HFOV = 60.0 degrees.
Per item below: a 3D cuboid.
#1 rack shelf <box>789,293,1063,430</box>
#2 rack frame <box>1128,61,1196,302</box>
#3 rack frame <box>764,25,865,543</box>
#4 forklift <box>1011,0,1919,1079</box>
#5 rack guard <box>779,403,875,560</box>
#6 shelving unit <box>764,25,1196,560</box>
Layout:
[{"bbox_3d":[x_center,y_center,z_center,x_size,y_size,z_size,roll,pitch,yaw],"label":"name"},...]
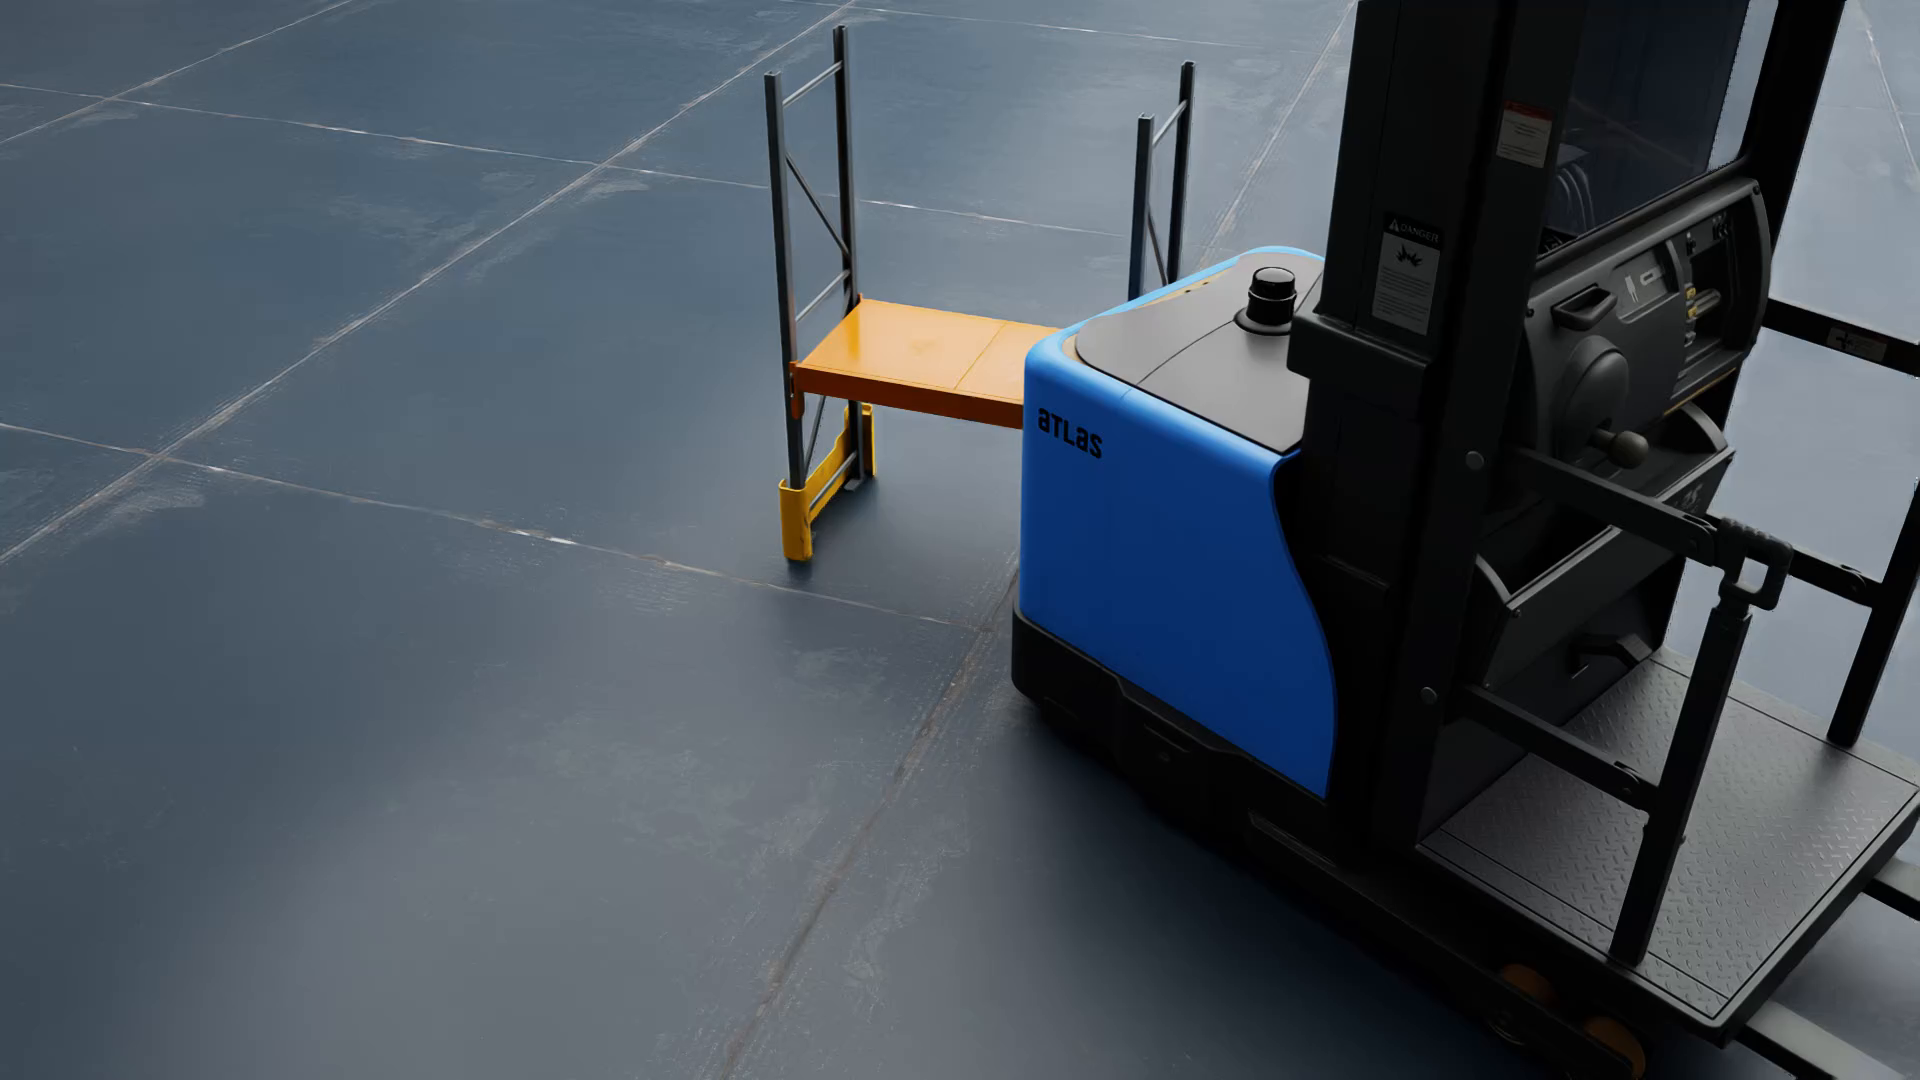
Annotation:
[{"bbox_3d":[0.060,-0.477,4.937,1.000,0.185,0.538,11,34,17],"label":"rack shelf"},{"bbox_3d":[0.538,-0.534,4.695,0.032,1.500,0.500,11,34,17],"label":"rack frame"},{"bbox_3d":[-0.418,-0.721,4.985,0.032,1.500,0.500,11,34,17],"label":"rack frame"},{"bbox_3d":[1.507,-0.389,3.150,1.130,2.935,3.031,-27,41,-35],"label":"forklift"},{"bbox_3d":[-0.417,-0.196,5.323,0.087,0.250,0.587,11,34,17],"label":"rack guard"},{"bbox_3d":[0.051,-0.629,4.842,1.083,1.500,0.587,11,34,17],"label":"shelving unit"}]
